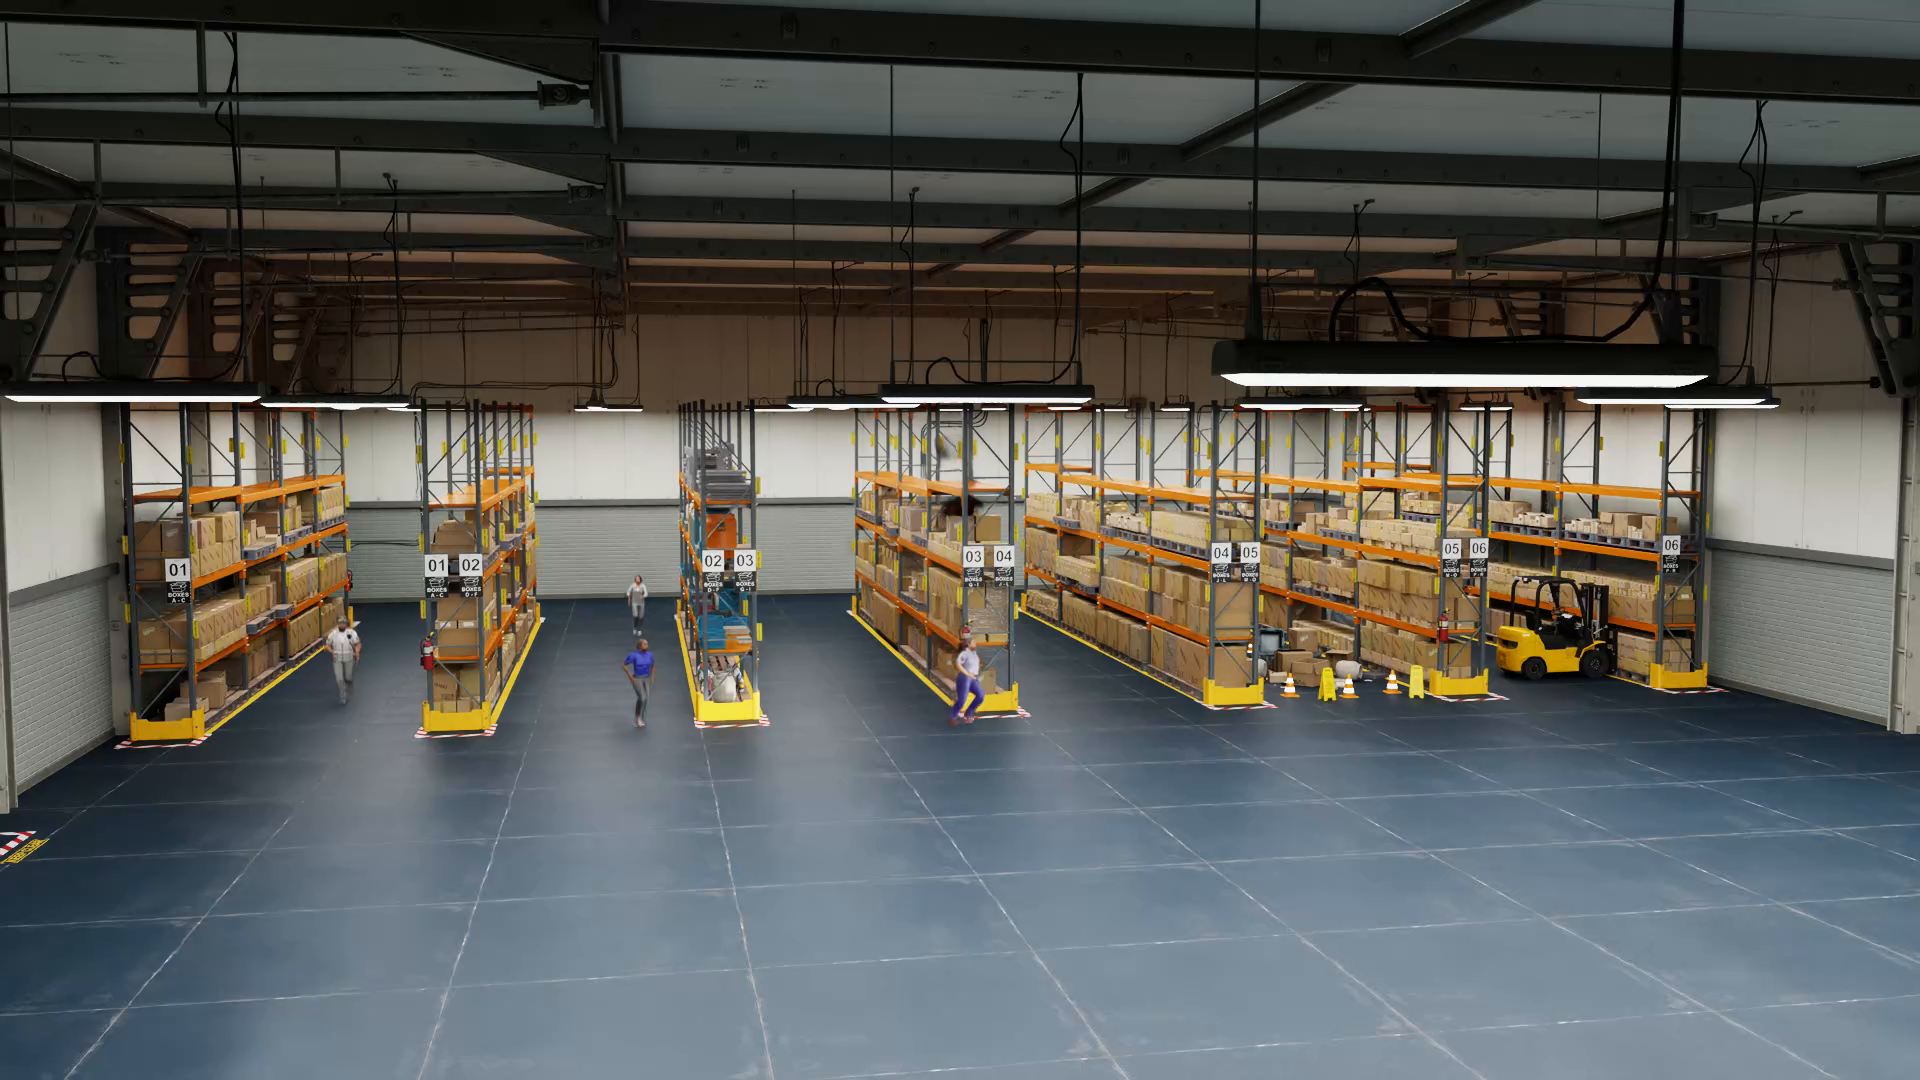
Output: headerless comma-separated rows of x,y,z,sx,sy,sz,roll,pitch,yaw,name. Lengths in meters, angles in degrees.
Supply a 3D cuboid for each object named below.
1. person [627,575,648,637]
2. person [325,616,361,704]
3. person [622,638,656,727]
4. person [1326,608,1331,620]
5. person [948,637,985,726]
-8.294,1.693,42.801,0.508,1.593,0.663,-1,4,-15,person
-12.287,2.365,33.133,0.665,1.746,0.603,-1,5,-18,person
-5.816,2.612,30.436,0.594,1.621,0.589,-4,6,-39,person
10.044,1.383,45.855,0.647,1.847,0.797,-1,4,-12,person
0.172,2.611,30.758,0.622,1.627,0.678,3,5,38,person
